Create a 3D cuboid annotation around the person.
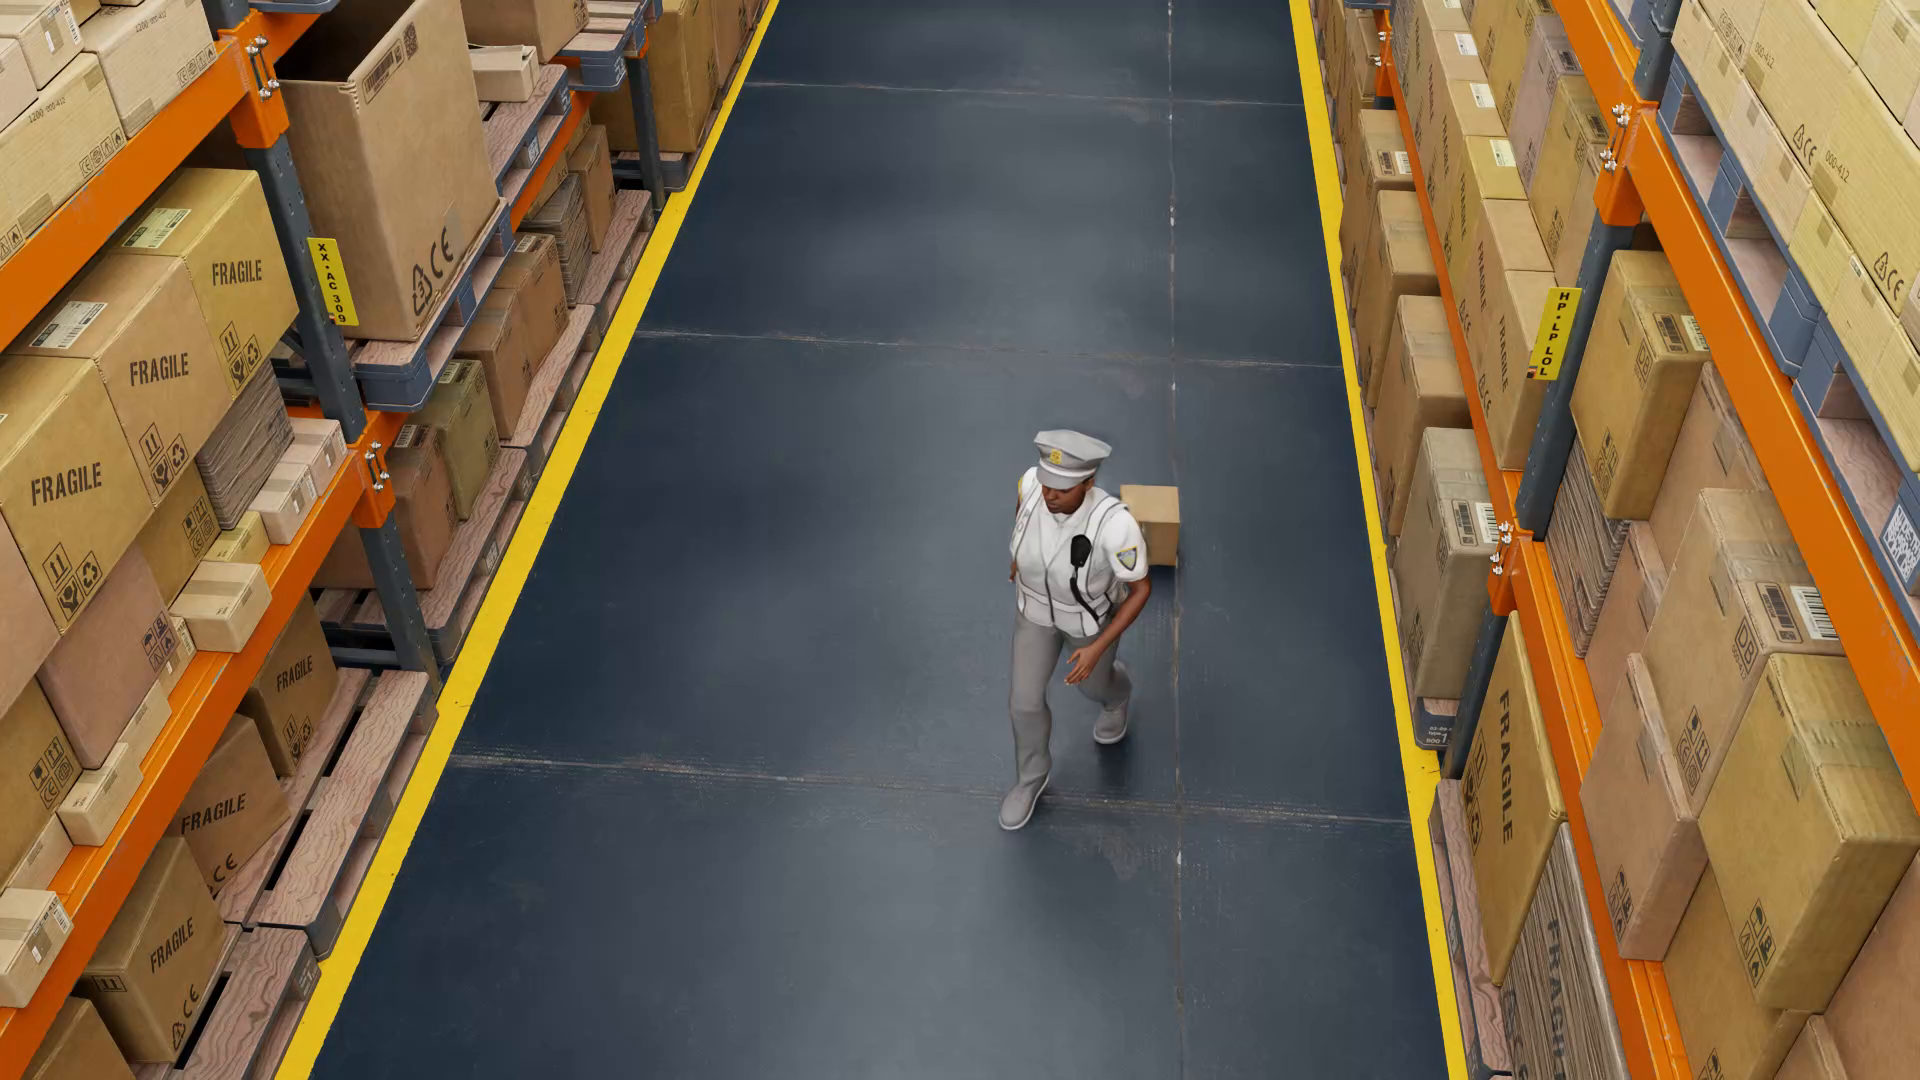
[{"bbox_3d":[0.408,0.237,5.863,0.597,1.692,0.776,19,44,21],"label":"person"}]
